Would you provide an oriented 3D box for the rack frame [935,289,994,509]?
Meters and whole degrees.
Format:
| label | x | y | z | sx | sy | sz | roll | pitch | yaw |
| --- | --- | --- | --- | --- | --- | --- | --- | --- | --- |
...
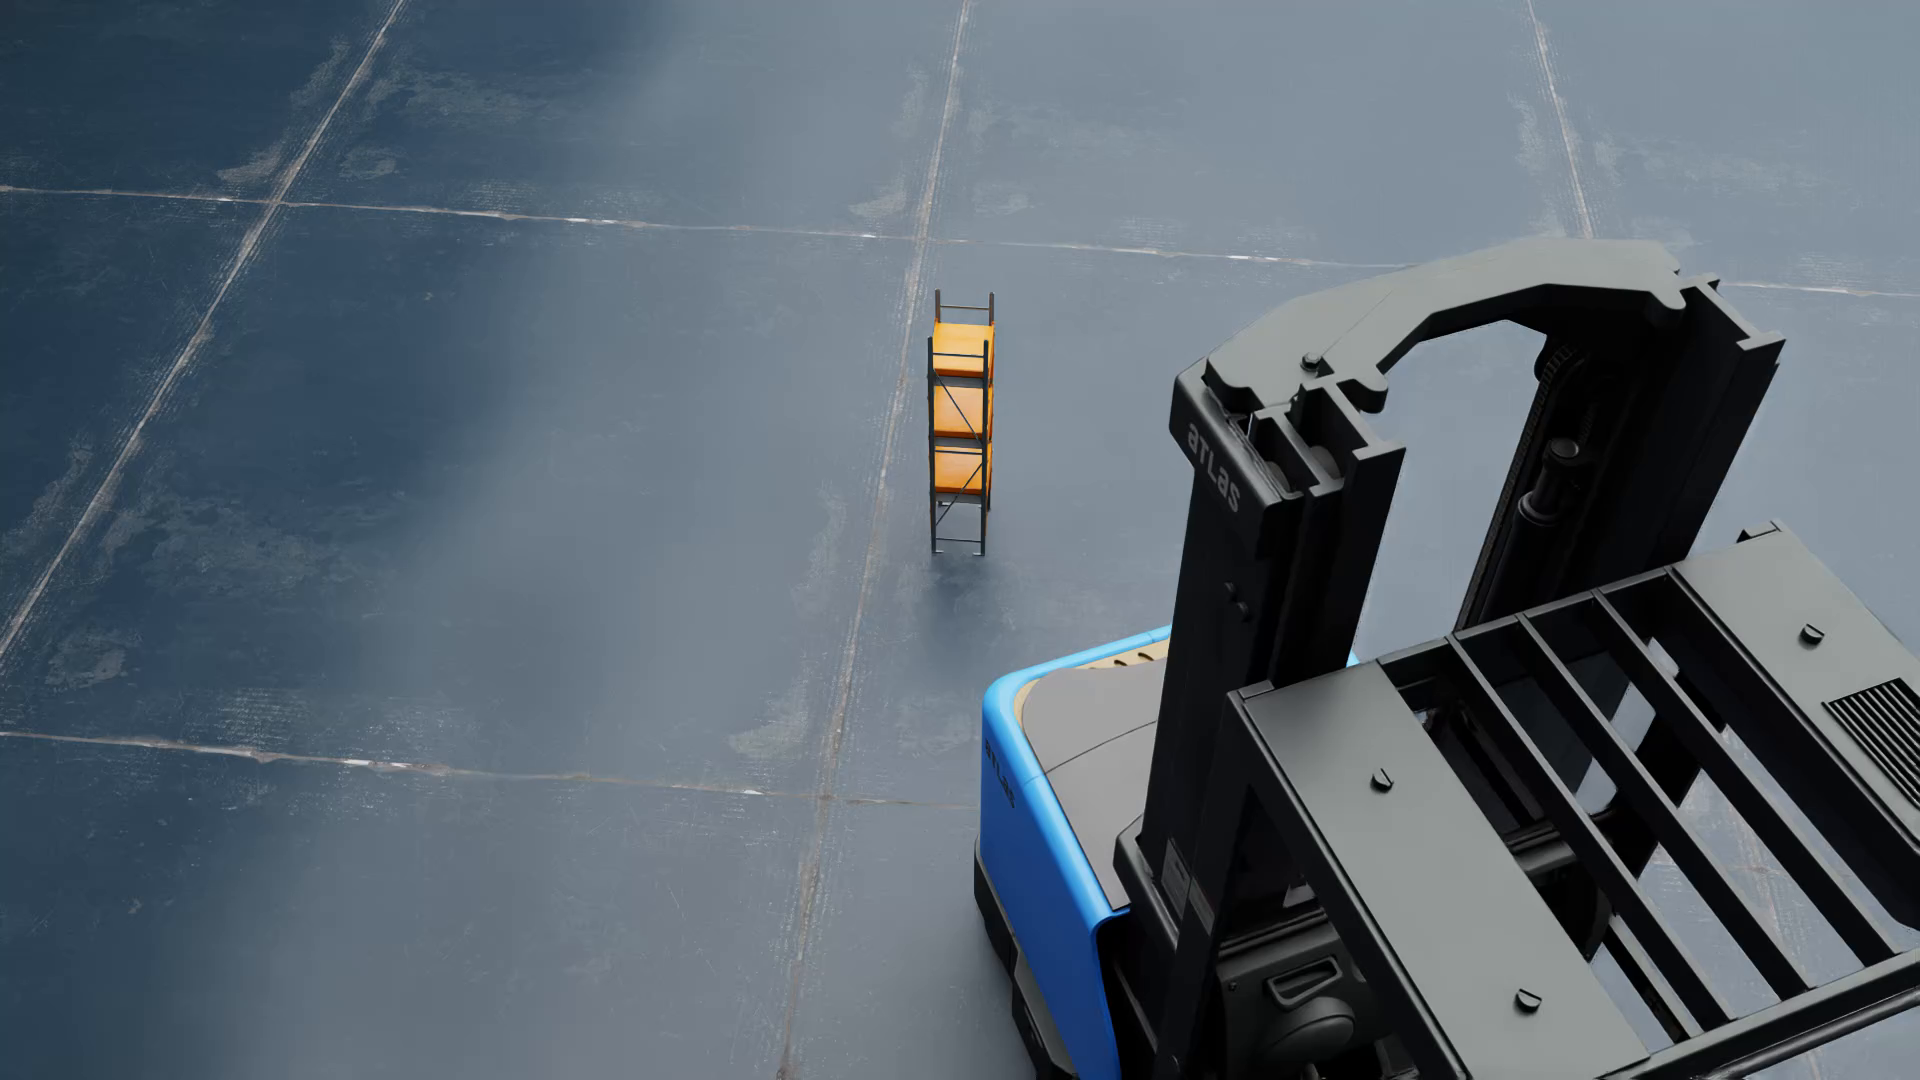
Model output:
| label | x | y | z | sx | sy | sz | roll | pitch | yaw |
| --- | --- | --- | --- | --- | --- | --- | --- | --- | --- |
| rack frame | 0.016 | -0.483 | 5.981 | 0.200 | 1.050 | 0.008 | 4 | 48 | 4 |

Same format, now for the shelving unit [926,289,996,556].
| label | x | y | z | sx | sy | sz | roll | pitch | yaw |
| --- | --- | --- | --- | --- | --- | --- | --- | --- | --- |
| shelving unit | 0.005 | -0.394 | 5.899 | 0.215 | 1.050 | 0.252 | 4 | 48 | 4 |

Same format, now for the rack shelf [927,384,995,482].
| label | x | y | z | sx | sy | sz | roll | pitch | yaw |
| --- | --- | --- | --- | --- | --- | --- | --- | --- | --- |
| rack shelf | 0.005 | -0.386 | 5.906 | 0.215 | 0.259 | 0.240 | 4 | 48 | 4 |

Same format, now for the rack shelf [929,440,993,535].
| label | x | y | z | sx | sy | sz | roll | pitch | yaw |
| --- | --- | --- | --- | --- | --- | --- | --- | --- | --- |
| rack shelf | 0.005 | -0.199 | 6.111 | 0.215 | 0.259 | 0.240 | 4 | 48 | 4 |

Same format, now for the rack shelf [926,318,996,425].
| label | x | y | z | sx | sy | sz | roll | pitch | yaw |
| --- | --- | --- | --- | --- | --- | --- | --- | --- | --- |
| rack shelf | 0.005 | -0.578 | 5.697 | 0.215 | 0.259 | 0.240 | 4 | 48 | 4 |

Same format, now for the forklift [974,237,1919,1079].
| label | x | y | z | sx | sy | sz | roll | pitch | yaw |
| --- | --- | --- | --- | --- | --- | --- | --- | --- | --- |
| forklift | 1.040 | 1.006 | 3.343 | 1.130 | 2.935 | 3.031 | -16 | 49 | -14 |

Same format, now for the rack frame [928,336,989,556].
| label | x | y | z | sx | sy | sz | roll | pitch | yaw |
| --- | --- | --- | --- | --- | --- | --- | --- | --- | --- |
| rack frame | -0.006 | -0.304 | 5.817 | 0.200 | 1.050 | 0.008 | 4 | 48 | 4 |
